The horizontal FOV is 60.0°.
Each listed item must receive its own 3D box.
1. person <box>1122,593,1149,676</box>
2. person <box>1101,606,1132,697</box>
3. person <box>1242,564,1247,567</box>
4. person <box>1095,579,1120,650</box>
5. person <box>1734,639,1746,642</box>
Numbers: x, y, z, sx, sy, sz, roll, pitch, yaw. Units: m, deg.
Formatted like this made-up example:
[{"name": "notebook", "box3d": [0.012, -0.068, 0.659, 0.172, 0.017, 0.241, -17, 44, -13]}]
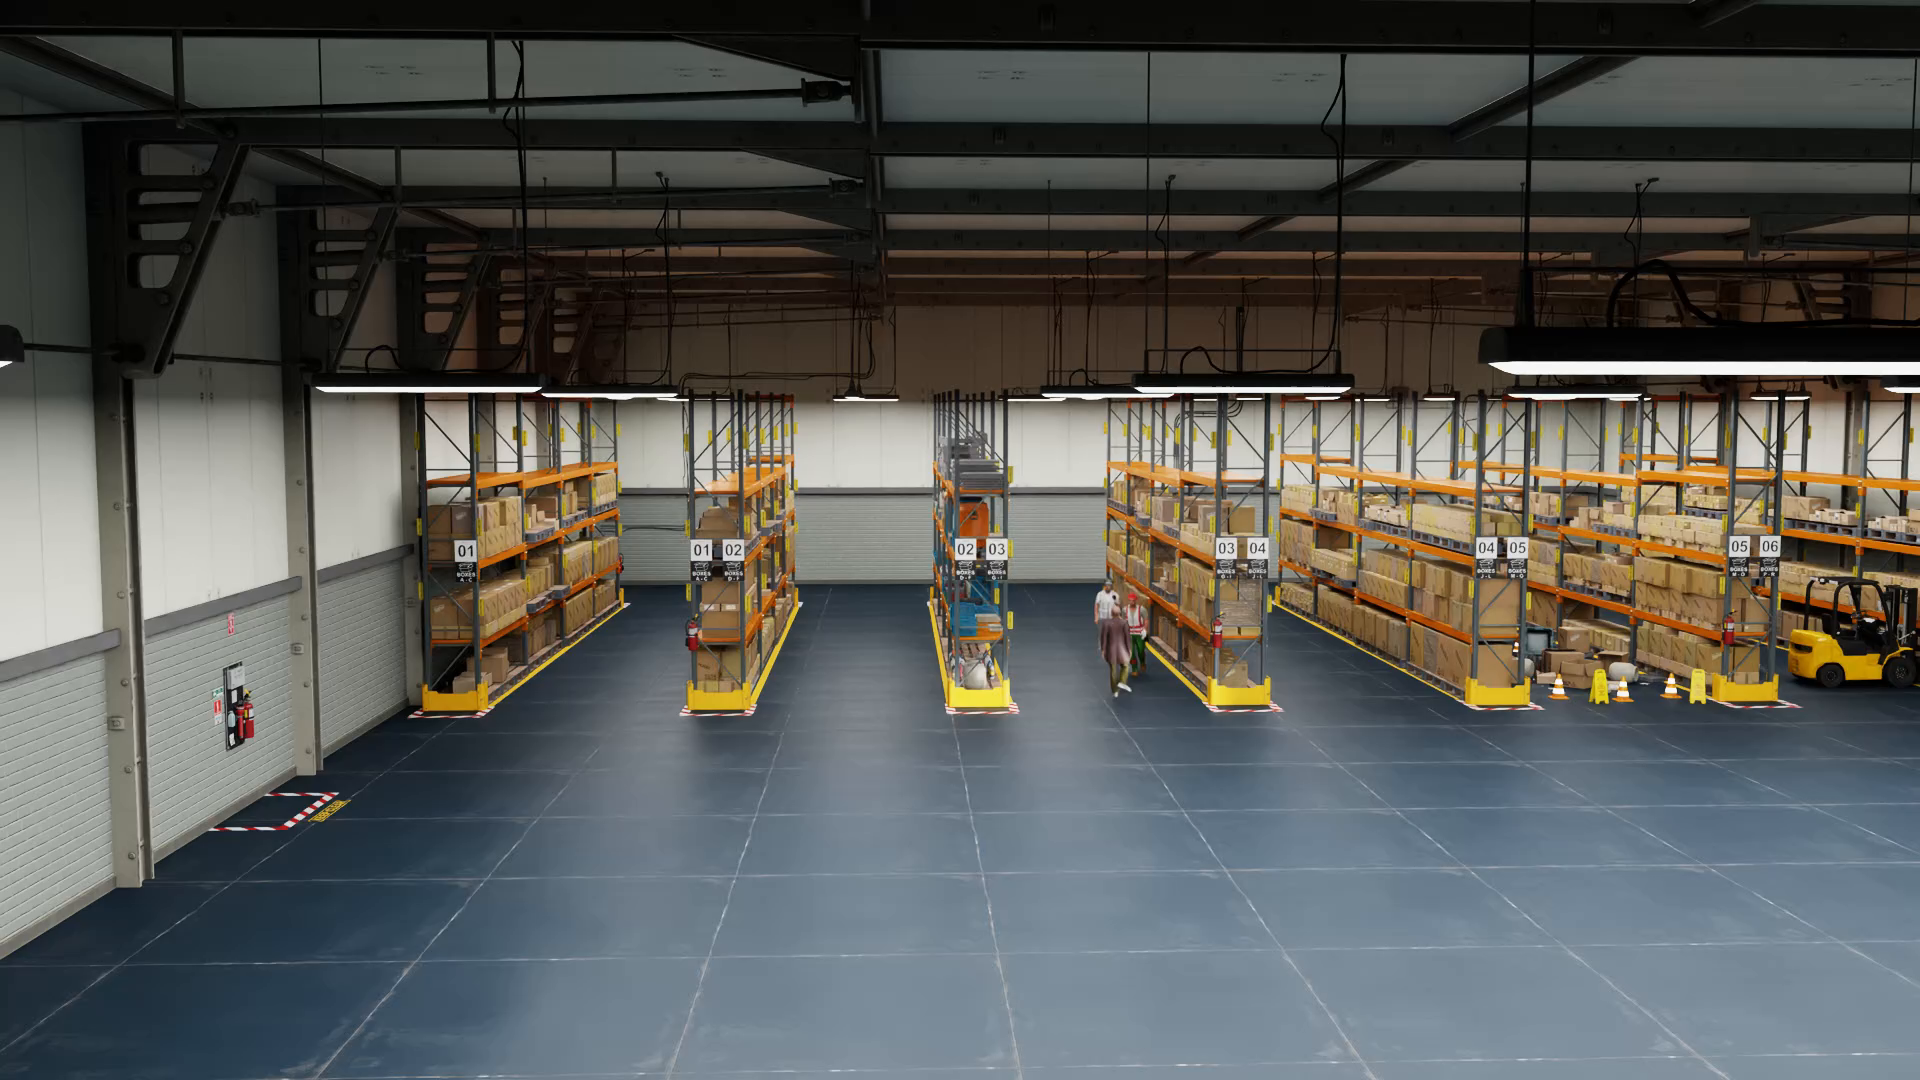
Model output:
[{"name": "person", "box3d": [3.710, 1.977, 35.248, 0.606, 1.757, 0.740, 1, 5, 13]}, {"name": "person", "box3d": [3.065, 2.176, 32.584, 0.617, 1.771, 0.571, 1, 5, 9]}, {"name": "person", "box3d": [8.411, 0.886, 48.459, 0.605, 1.738, 1.011, 3, 5, 29]}, {"name": "person", "box3d": [3.384, 1.746, 38.112, 0.633, 1.715, 1.099, 0, 5, -5]}, {"name": "person", "box3d": [17.075, 1.974, 36.300, 0.506, 1.595, 0.709, -1, 5, -14]}]
